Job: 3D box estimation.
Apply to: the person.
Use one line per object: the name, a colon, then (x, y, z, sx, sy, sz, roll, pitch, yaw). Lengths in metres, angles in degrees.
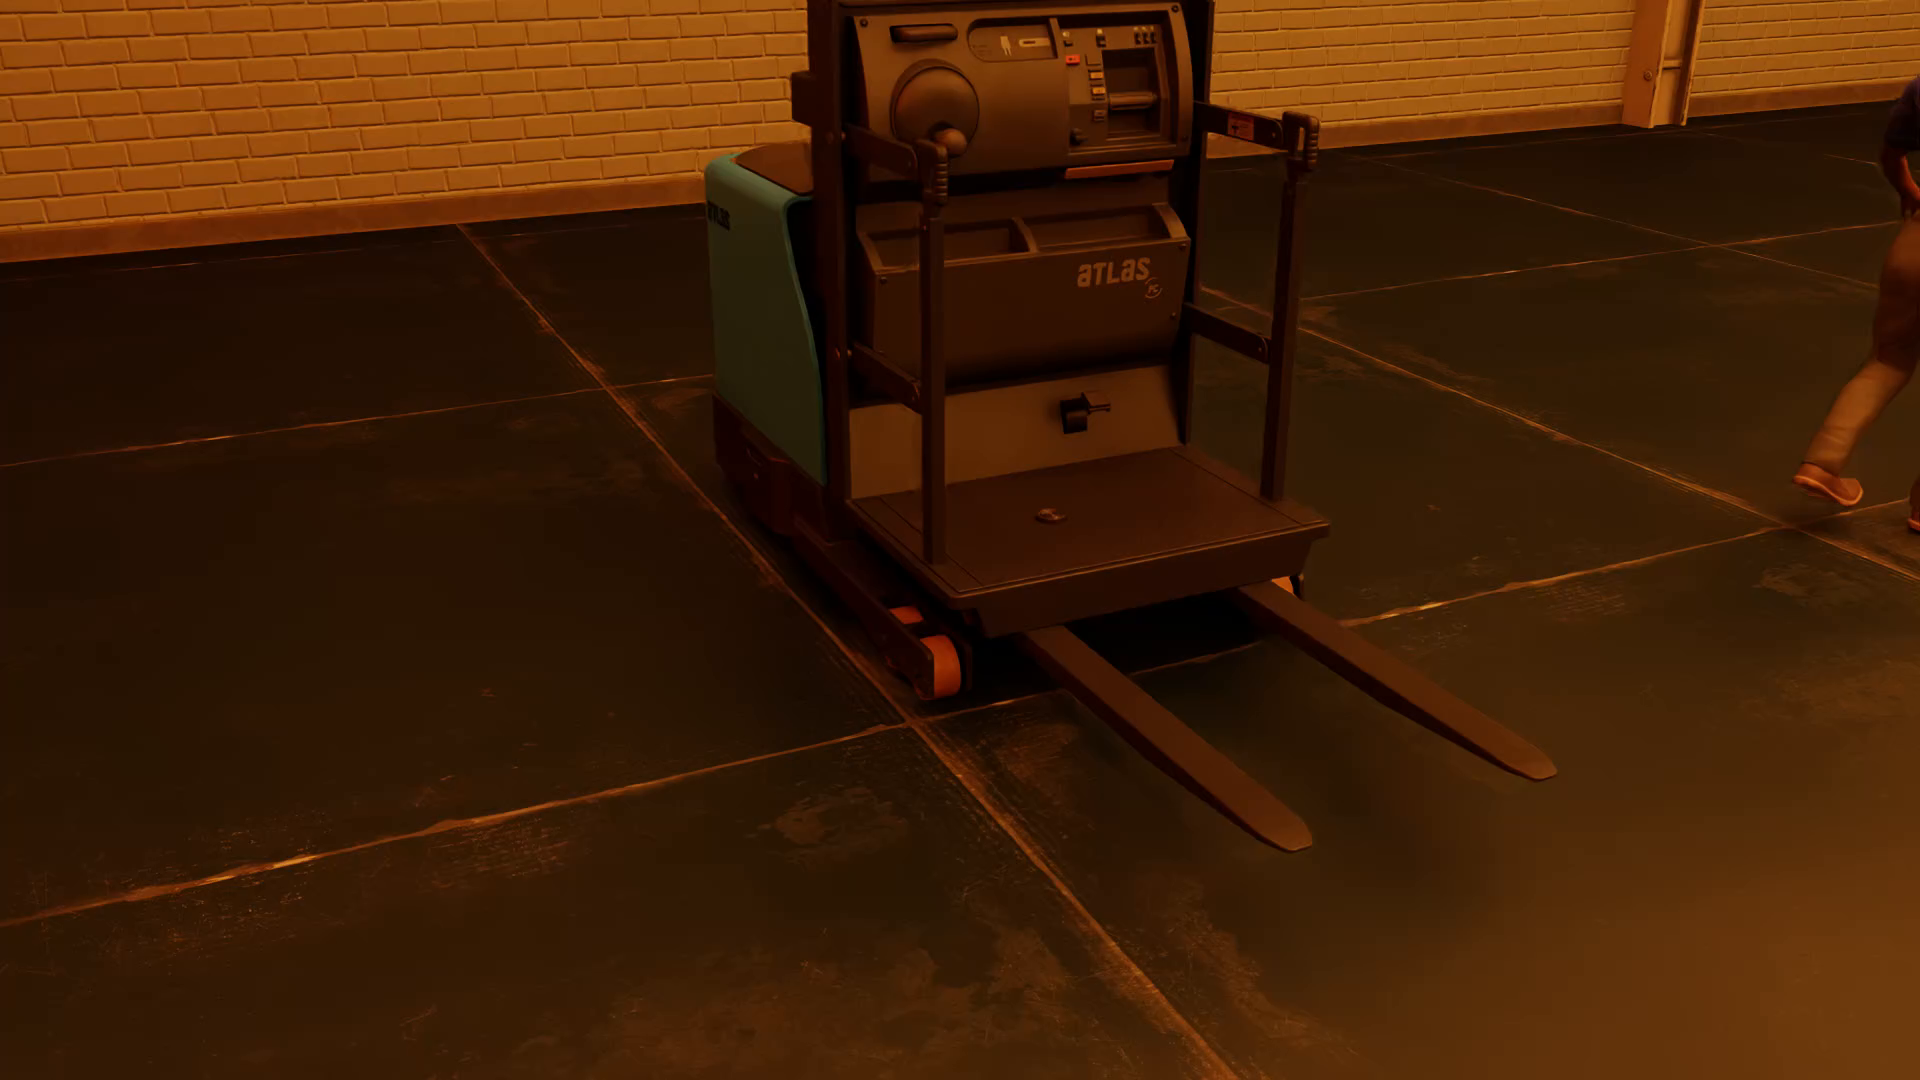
person: (2.935, -0.795, 4.898, 0.663, 1.641, 0.779, -11, 25, -24)

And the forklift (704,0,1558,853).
forklift: (0.269, -1.143, 4.037, 1.130, 2.935, 3.031, -10, 25, -23)
